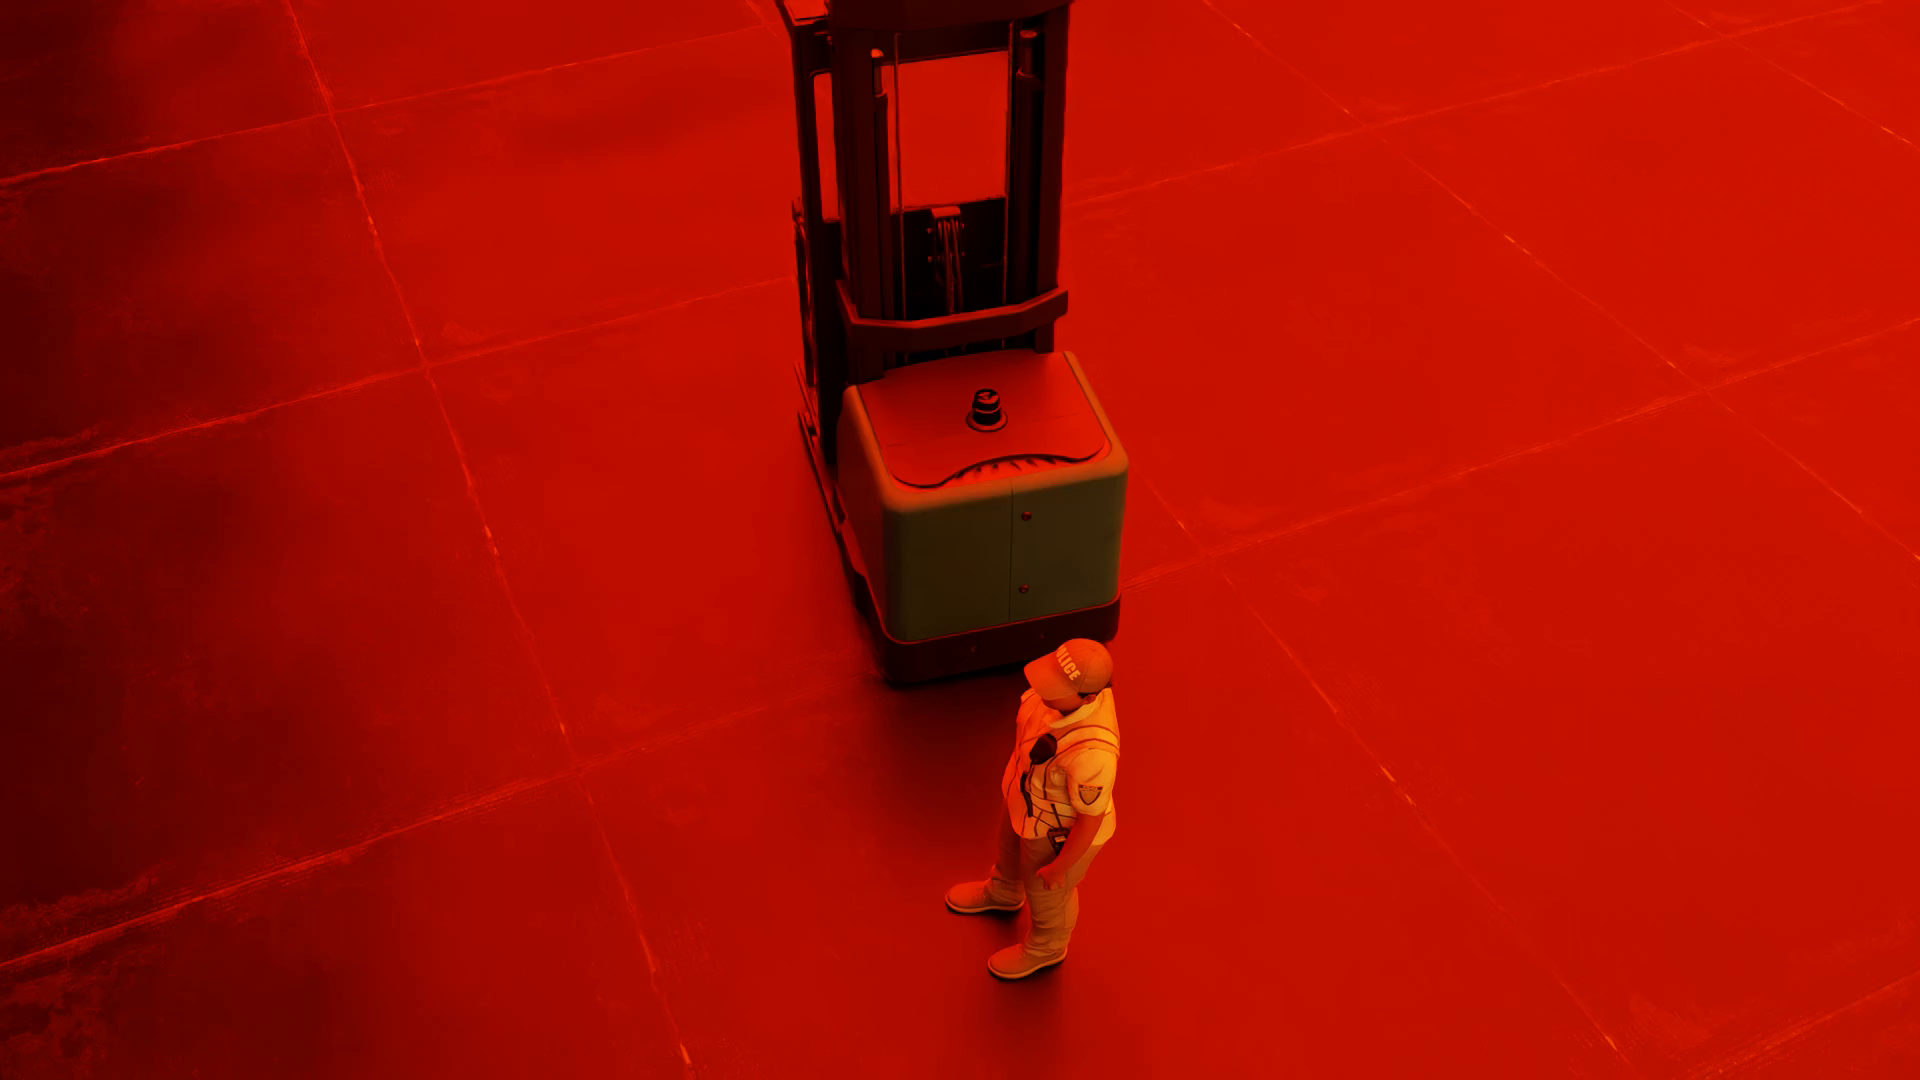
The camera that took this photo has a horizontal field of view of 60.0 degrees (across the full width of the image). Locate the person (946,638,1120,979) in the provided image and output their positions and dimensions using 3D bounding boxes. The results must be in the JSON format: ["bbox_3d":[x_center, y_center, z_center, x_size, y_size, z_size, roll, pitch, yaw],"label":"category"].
[{"bbox_3d":[0.243,0.906,5.626,0.530,1.670,0.596,-6,43,-6],"label":"person"}]

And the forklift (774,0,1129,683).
[{"bbox_3d":[-0.184,-1.486,7.273,1.130,2.935,3.031,-10,44,-11],"label":"forklift"}]
